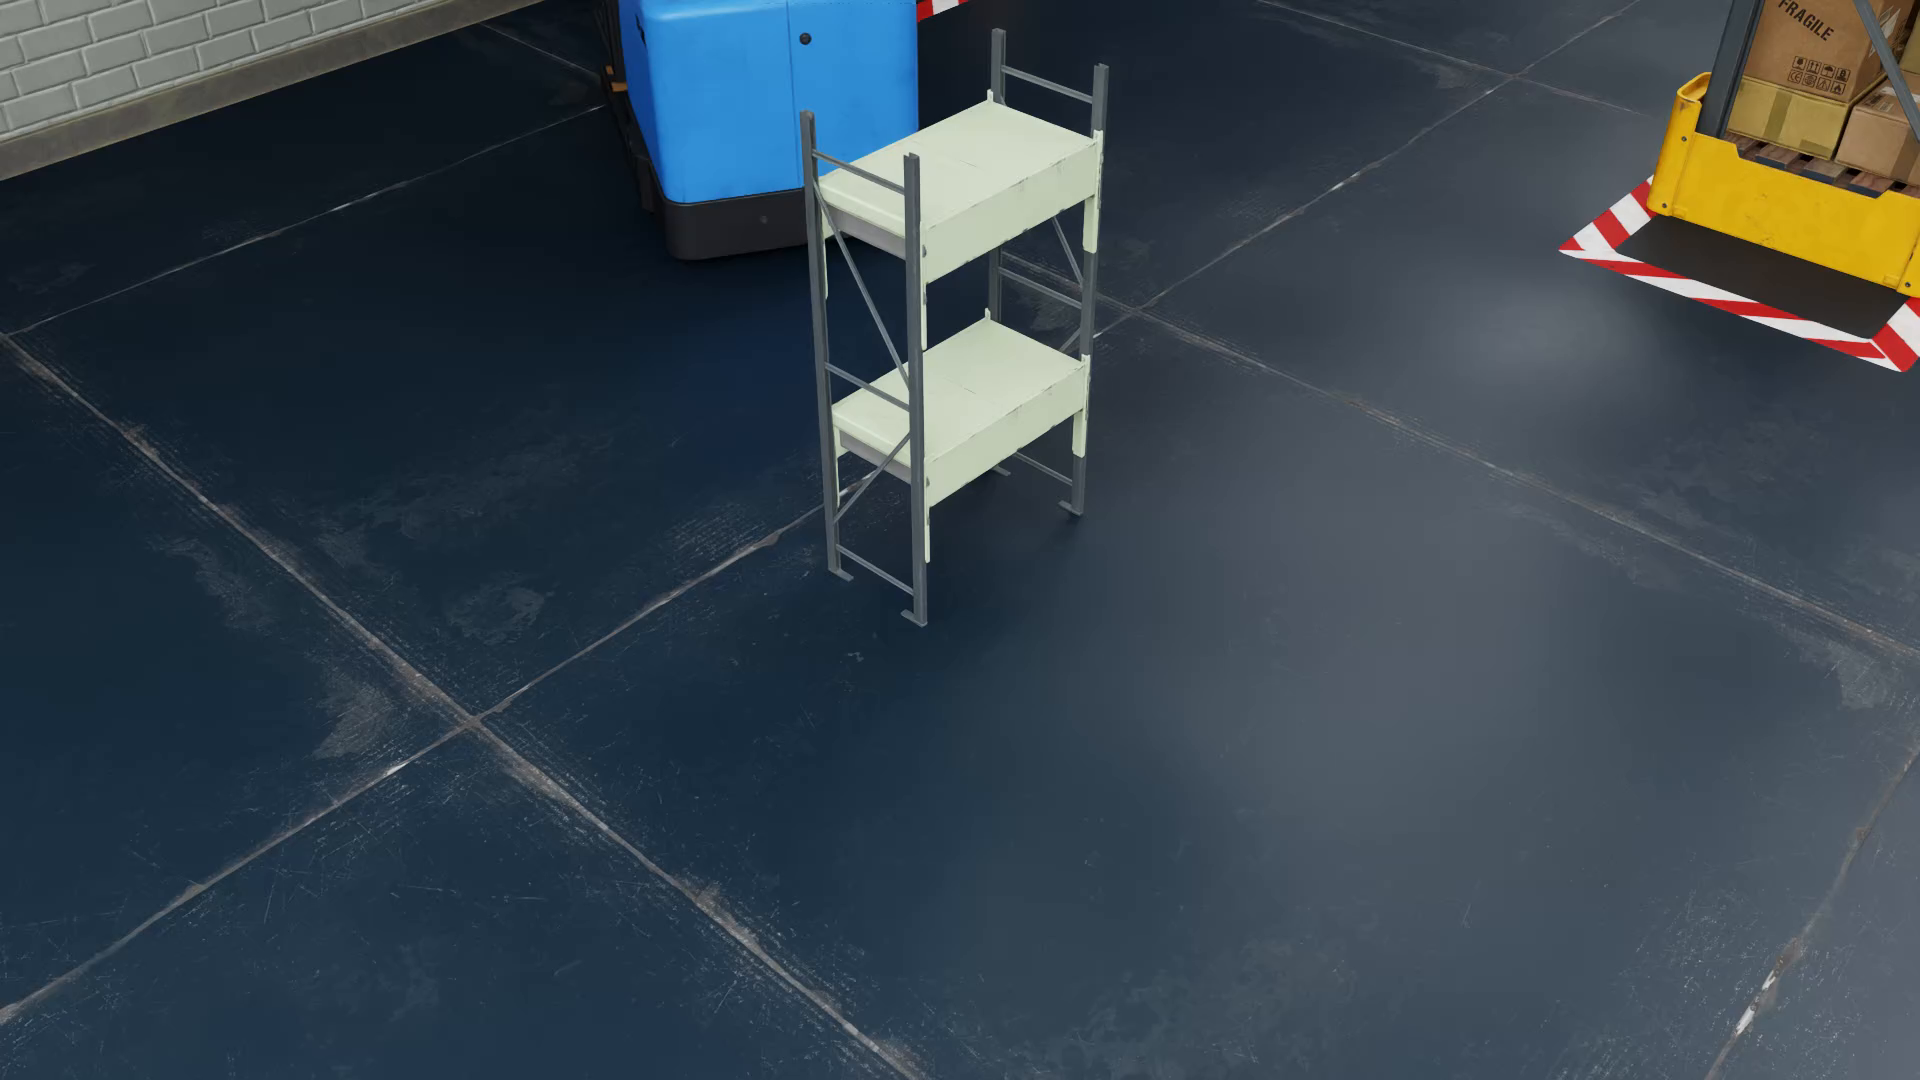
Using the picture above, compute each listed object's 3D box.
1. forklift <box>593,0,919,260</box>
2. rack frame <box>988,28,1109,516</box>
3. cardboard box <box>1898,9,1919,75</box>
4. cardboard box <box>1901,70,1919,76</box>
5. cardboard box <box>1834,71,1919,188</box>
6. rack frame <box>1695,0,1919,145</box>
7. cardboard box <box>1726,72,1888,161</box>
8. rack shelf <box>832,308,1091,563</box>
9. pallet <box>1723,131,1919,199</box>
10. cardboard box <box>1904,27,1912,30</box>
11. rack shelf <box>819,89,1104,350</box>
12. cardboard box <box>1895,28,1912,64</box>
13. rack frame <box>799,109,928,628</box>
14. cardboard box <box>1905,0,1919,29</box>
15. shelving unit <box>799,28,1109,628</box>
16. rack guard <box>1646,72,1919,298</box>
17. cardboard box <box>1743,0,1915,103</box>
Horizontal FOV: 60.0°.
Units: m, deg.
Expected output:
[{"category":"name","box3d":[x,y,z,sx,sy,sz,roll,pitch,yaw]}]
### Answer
[{"category":"forklift","box3d":[-1.066,-3.166,6.876,1.130,2.935,3.031,-11,40,-13]},{"category":"rack frame","box3d":[0.242,-0.752,4.991,0.400,1.500,0.023,30,47,32]},{"category":"cardboard box","box3d":[4.296,-2.189,6.862,0.500,0.500,0.500,30,47,32]},{"category":"cardboard box","box3d":[4.295,-1.896,7.096,0.500,0.250,0.500,30,47,32]},{"category":"cardboard box","box3d":[3.960,-1.665,6.805,0.500,0.250,0.500,30,47,32]},{"category":"rack frame","box3d":[3.434,-2.424,5.888,1.000,3.000,0.127,30,47,32]},{"category":"cardboard box","box3d":[3.578,-1.882,7.079,0.500,0.250,0.500,30,47,32]},{"category":"rack shelf","box3d":[-0.004,-0.329,4.982,0.431,0.370,0.720,30,47,32]},{"category":"pallet","box3d":[3.919,-1.701,7.220,1.003,0.211,1.213,30,47,32]},{"category":"cardboard box","box3d":[4.242,-2.347,7.664,0.500,0.250,0.500,30,47,32]},{"category":"rack shelf","box3d":[-0.004,-0.889,4.536,0.431,0.370,0.720,30,47,32]},{"category":"cardboard box","box3d":[3.906,-2.117,7.374,0.500,0.250,0.500,30,47,32]},{"category":"rack frame","box3d":[-0.251,-0.416,4.568,0.400,1.500,0.023,30,47,32]},{"category":"cardboard box","box3d":[4.240,-2.642,7.432,0.500,0.500,0.500,30,47,32]},{"category":"shelving unit","box3d":[-0.004,-0.584,4.779,0.431,1.500,0.755,30,47,32]},{"category":"rack guard","box3d":[3.418,-1.434,6.652,1.175,0.500,0.348,30,47,32]},{"category":"cardboard box","box3d":[3.576,-2.177,6.846,0.500,0.500,0.500,30,47,32]}]
